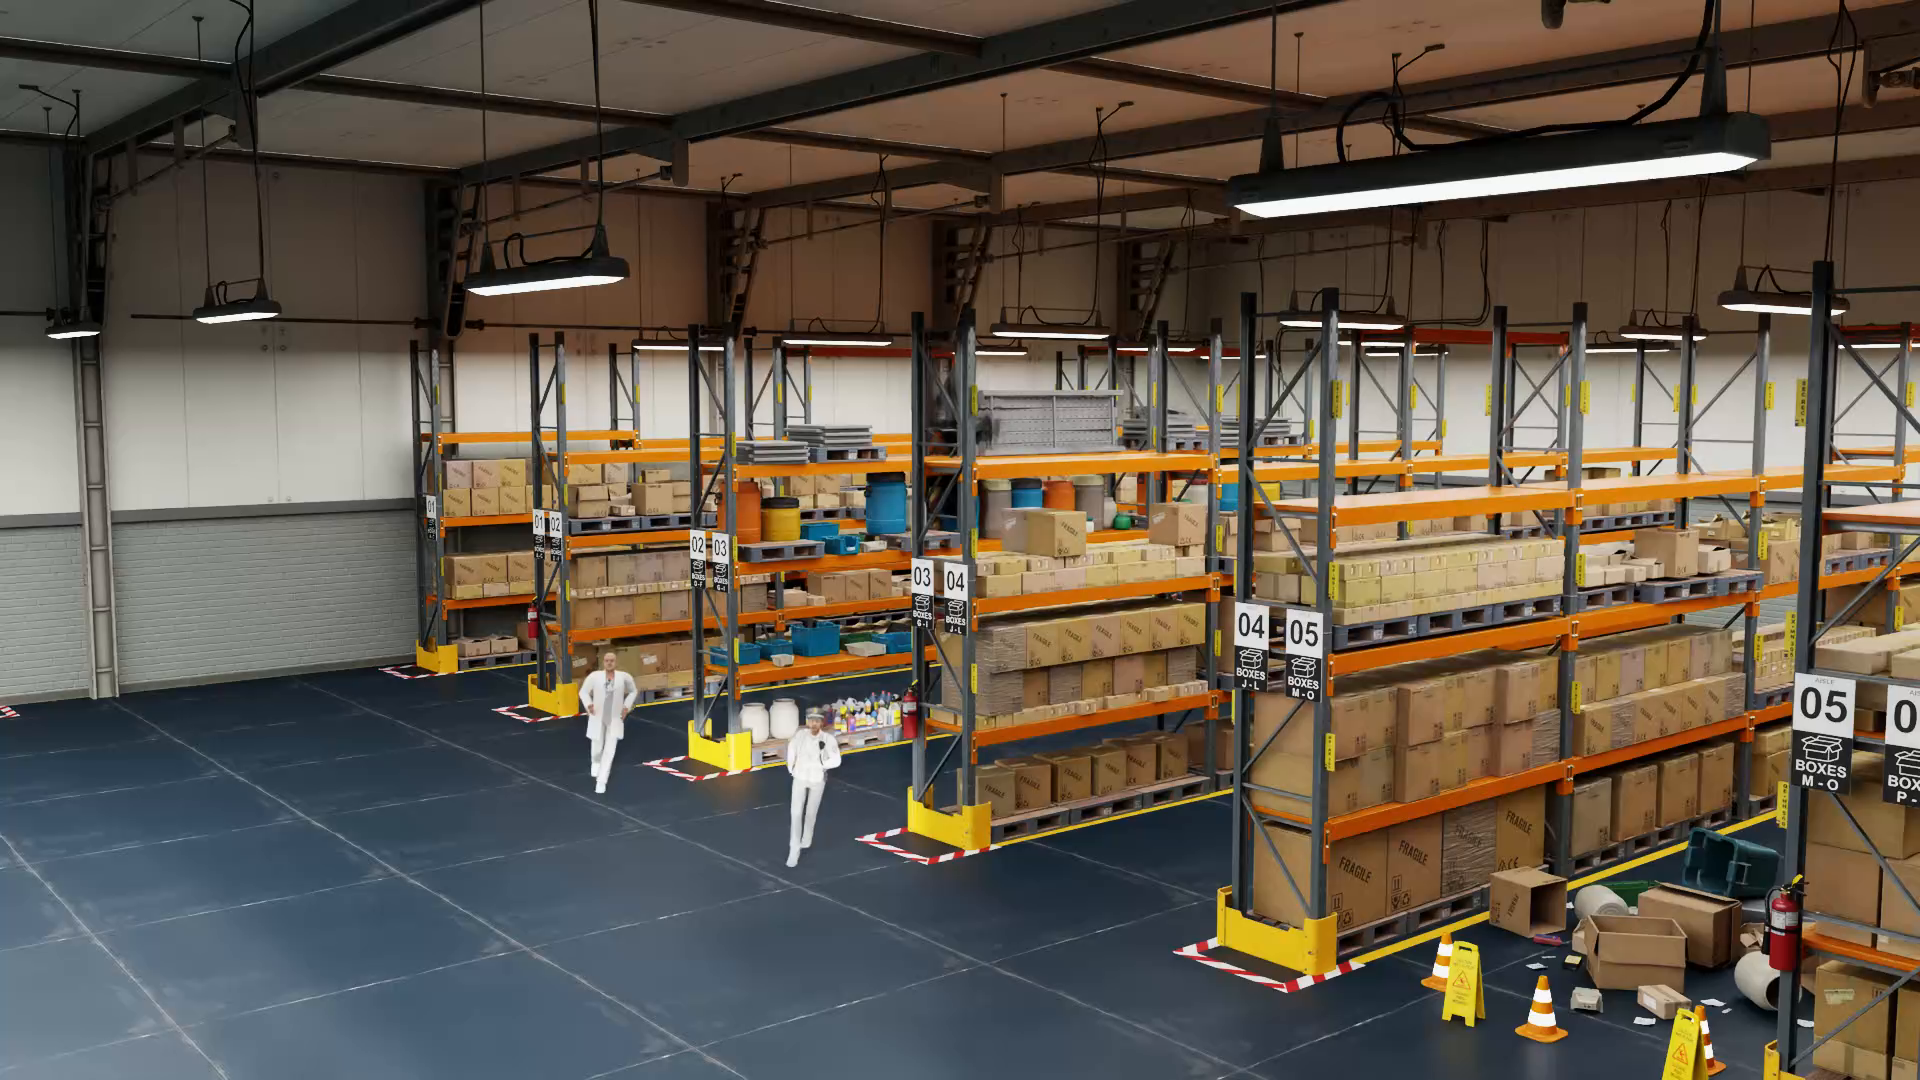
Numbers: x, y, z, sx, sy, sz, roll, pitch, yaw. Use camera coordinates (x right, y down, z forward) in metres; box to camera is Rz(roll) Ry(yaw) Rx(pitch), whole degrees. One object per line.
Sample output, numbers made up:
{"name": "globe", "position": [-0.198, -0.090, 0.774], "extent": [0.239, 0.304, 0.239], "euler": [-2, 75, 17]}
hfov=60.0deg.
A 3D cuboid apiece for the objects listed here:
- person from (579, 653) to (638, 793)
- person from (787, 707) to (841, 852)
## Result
{"name": "person", "position": [-4.533, 2.317, 21.472], "extent": [0.735, 1.758, 0.868], "euler": [-1, 5, -10]}
{"name": "person", "position": [-1.594, 2.584, 18.248], "extent": [0.618, 1.584, 0.650], "euler": [0, 5, 4]}
